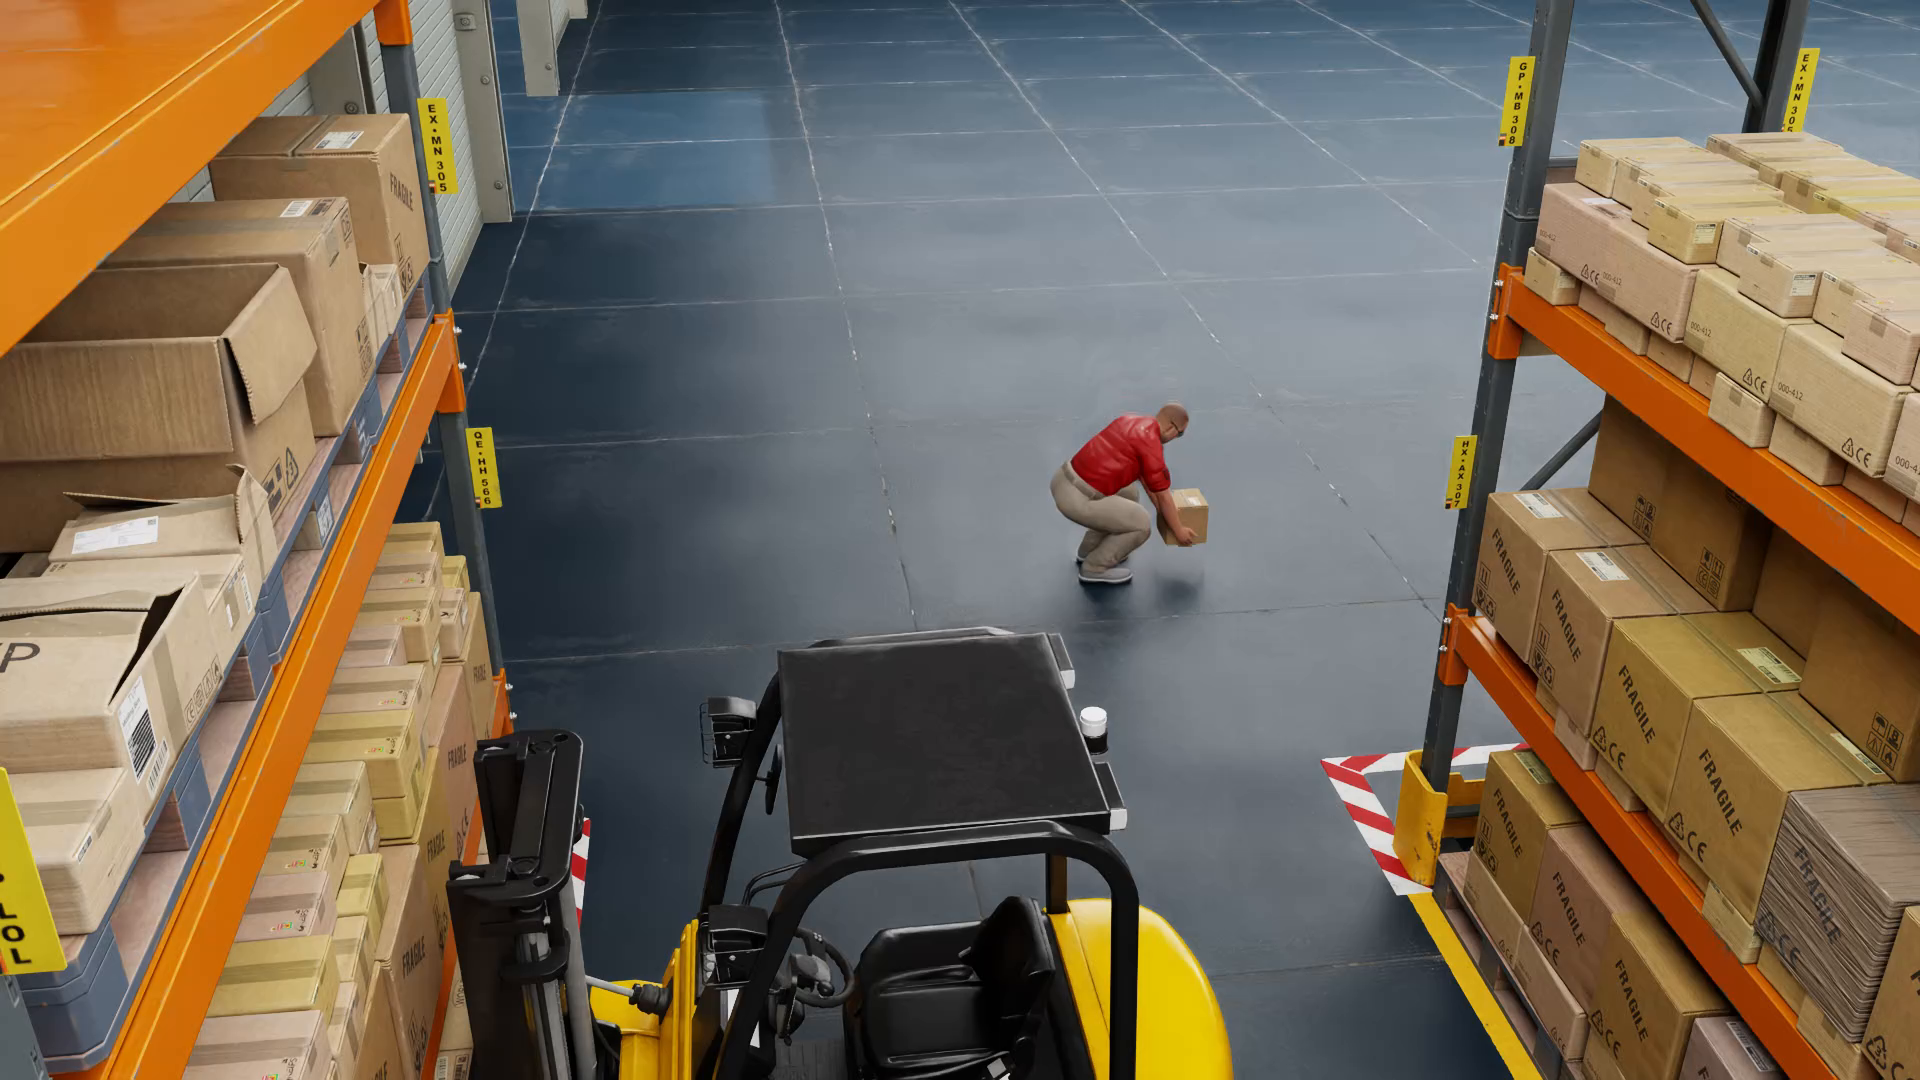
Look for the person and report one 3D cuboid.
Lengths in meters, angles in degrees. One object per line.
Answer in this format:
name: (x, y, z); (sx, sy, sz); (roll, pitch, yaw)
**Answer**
person: (0.981, -0.294, 10.008); (0.878, 1.013, 0.558); (-4, 27, -7)
